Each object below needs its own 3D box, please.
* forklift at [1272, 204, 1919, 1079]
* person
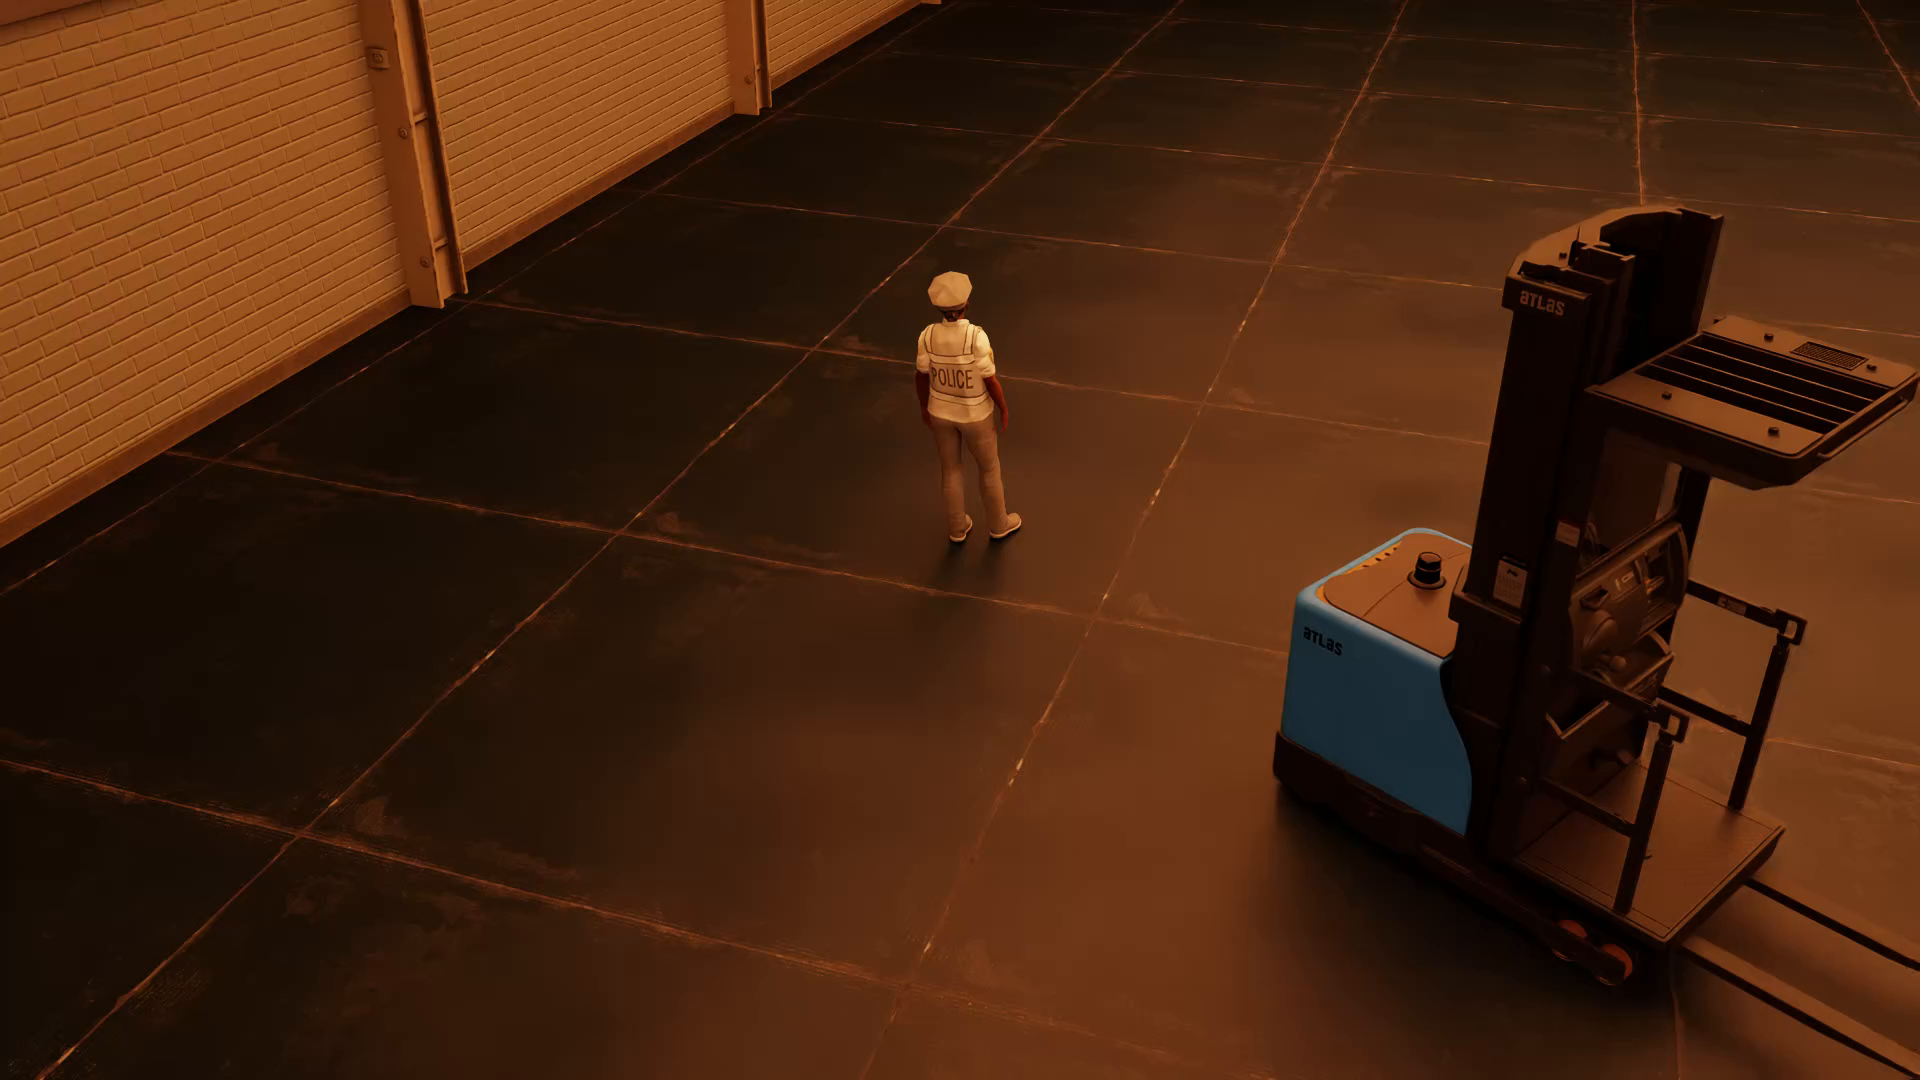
[{"bbox_3d":[2.867,0.278,6.649,1.130,2.935,3.031,-24,38,-36],"label":"forklift"},{"bbox_3d":[0.043,-0.775,9.729,0.569,1.695,0.528,10,31,16],"label":"person"}]
